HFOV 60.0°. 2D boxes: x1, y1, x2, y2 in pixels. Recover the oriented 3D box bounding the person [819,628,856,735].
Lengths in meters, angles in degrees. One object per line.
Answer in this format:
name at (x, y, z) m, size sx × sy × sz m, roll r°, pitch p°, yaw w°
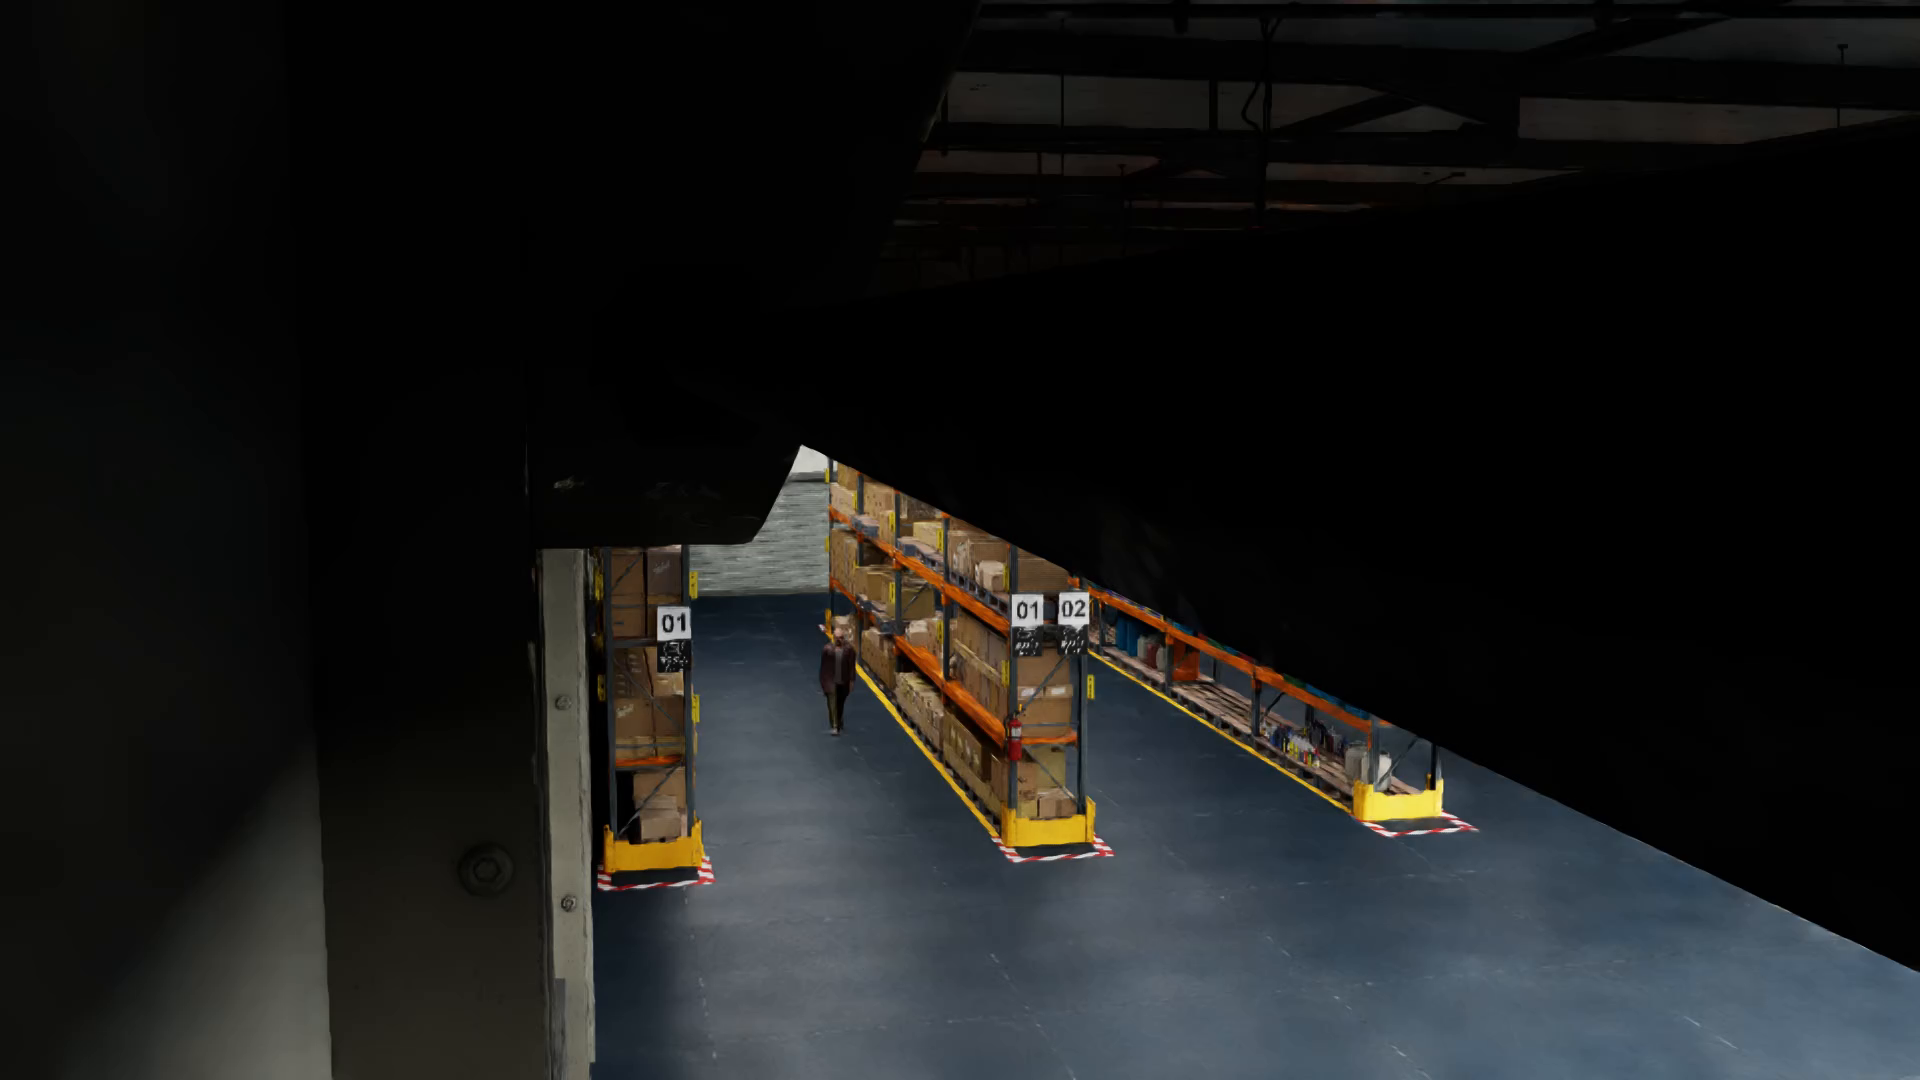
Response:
person at (-1.971, 2.266, 27.022) m, size 0.588 × 1.700 × 1.193 m, roll -2°, pitch 7°, yaw -15°
